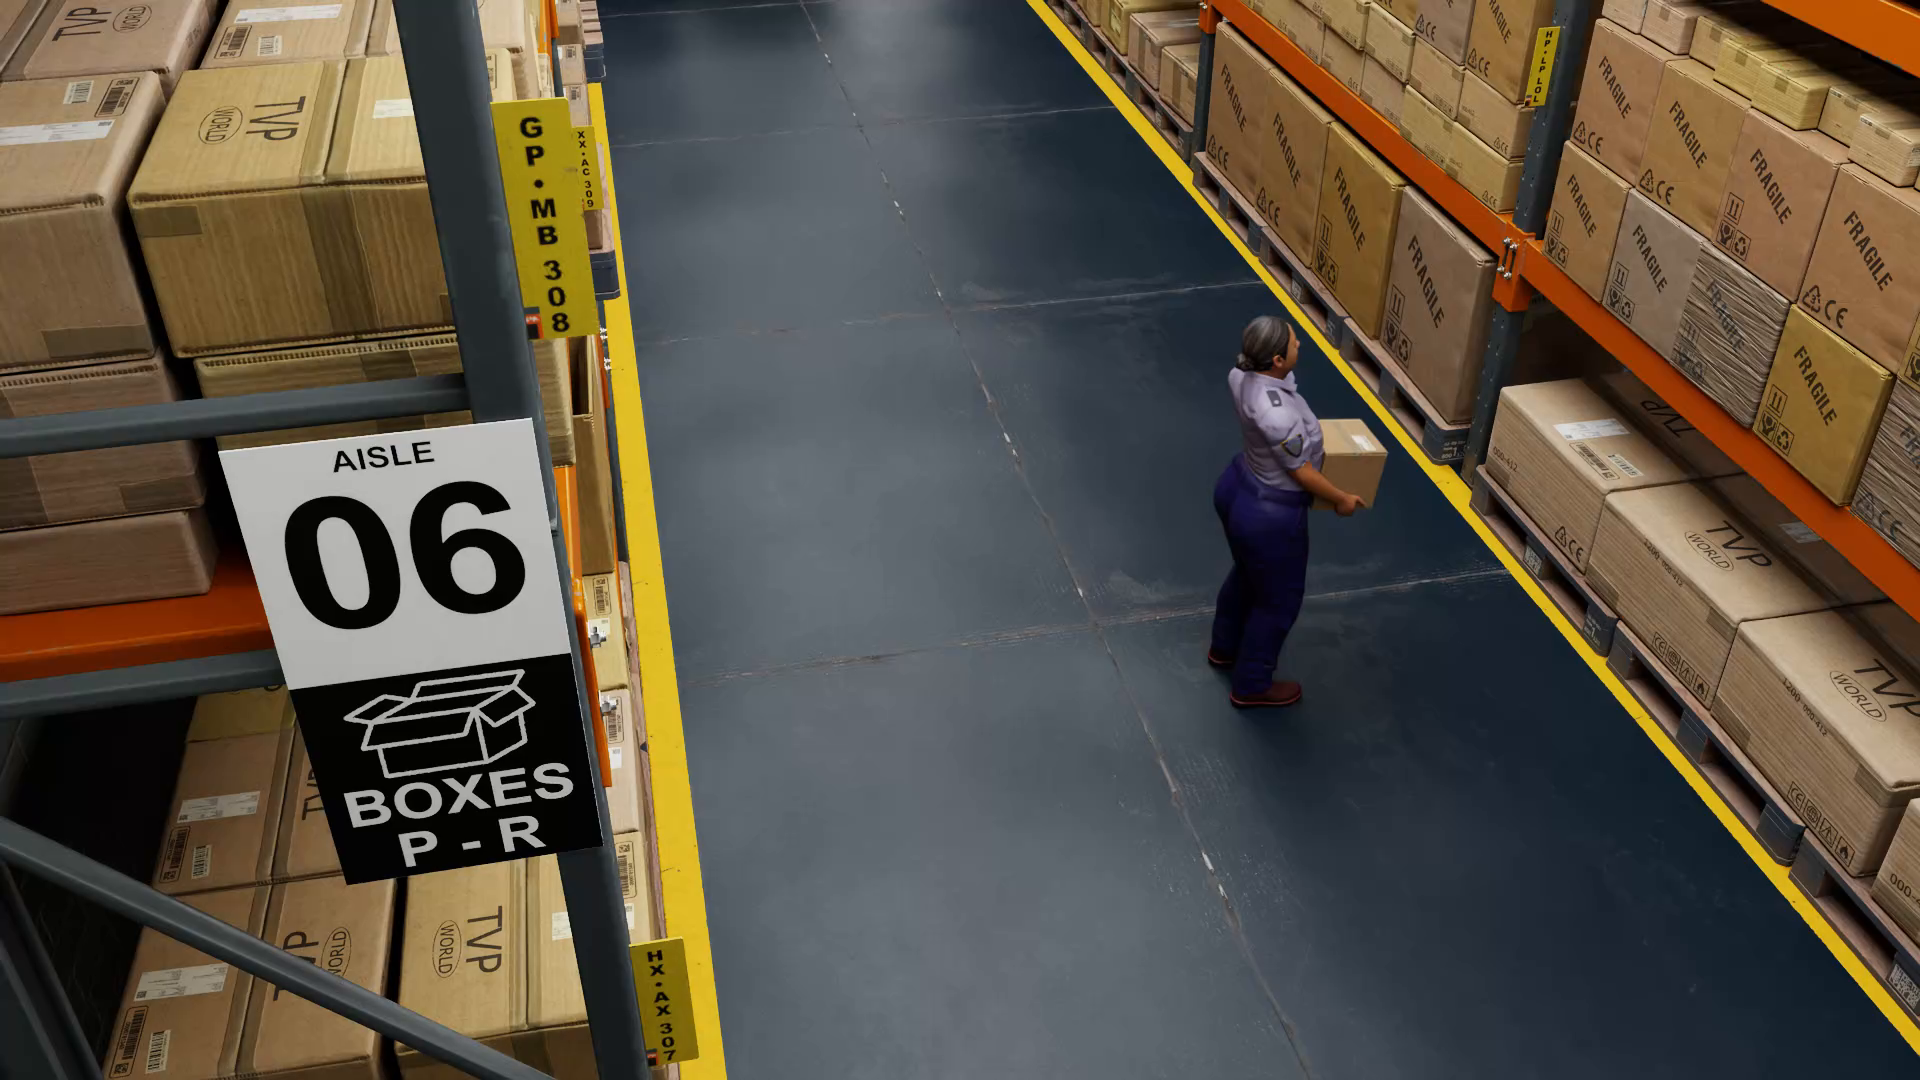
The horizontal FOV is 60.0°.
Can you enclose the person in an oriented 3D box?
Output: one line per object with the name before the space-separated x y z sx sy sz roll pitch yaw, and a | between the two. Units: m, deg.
person | 1.240 -0.119 6.350 0.513 1.622 0.452 -7 35 -10
